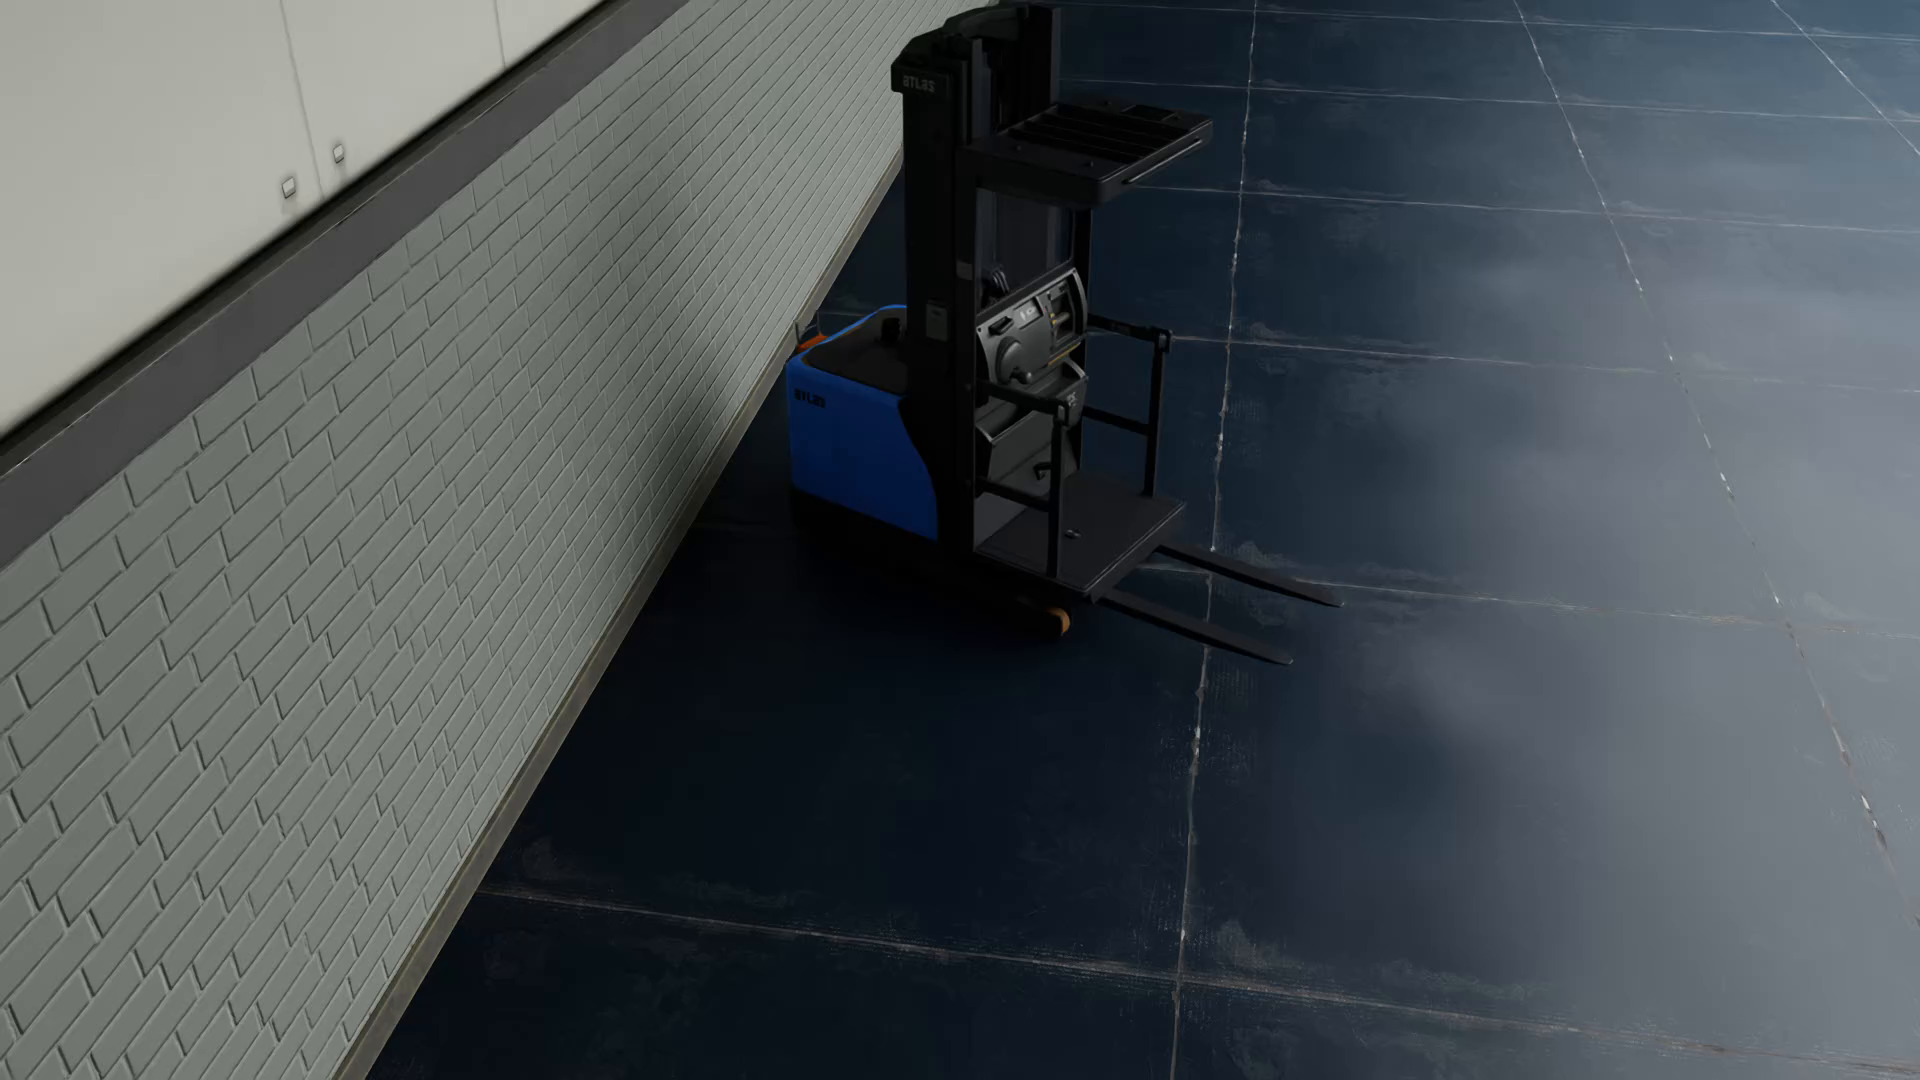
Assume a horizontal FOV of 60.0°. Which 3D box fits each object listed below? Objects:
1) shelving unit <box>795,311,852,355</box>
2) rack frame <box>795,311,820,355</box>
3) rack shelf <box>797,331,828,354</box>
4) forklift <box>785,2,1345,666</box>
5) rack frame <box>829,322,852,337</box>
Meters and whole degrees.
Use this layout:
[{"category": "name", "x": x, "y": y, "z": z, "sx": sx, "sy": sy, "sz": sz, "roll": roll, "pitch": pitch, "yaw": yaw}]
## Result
[{"category": "shelving unit", "x": -0.771, "y": -0.786, "z": 9.690, "sx": 0.252, "sy": 1.050, "sz": 0.215, "roll": 20, "pitch": 37, "yaw": 29}, {"category": "rack frame", "x": -0.871, "y": -0.823, "z": 9.750, "sx": 0.008, "sy": 1.050, "sz": 0.200, "roll": 20, "pitch": 37, "yaw": 29}, {"category": "rack shelf", "x": -0.771, "y": -1.018, "z": 9.546, "sx": 0.240, "sy": 0.259, "sz": 0.215, "roll": 20, "pitch": 37, "yaw": 29}, {"category": "forklift", "x": 0.542, "y": -1.054, "z": 8.346, "sx": 3.031, "sy": 2.935, "sz": 1.130, "roll": 20, "pitch": 37, "yaw": 29}, {"category": "rack frame", "x": -0.671, "y": -0.749, "z": 9.631, "sx": 0.008, "sy": 1.050, "sz": 0.200, "roll": 20, "pitch": 37, "yaw": 29}]
